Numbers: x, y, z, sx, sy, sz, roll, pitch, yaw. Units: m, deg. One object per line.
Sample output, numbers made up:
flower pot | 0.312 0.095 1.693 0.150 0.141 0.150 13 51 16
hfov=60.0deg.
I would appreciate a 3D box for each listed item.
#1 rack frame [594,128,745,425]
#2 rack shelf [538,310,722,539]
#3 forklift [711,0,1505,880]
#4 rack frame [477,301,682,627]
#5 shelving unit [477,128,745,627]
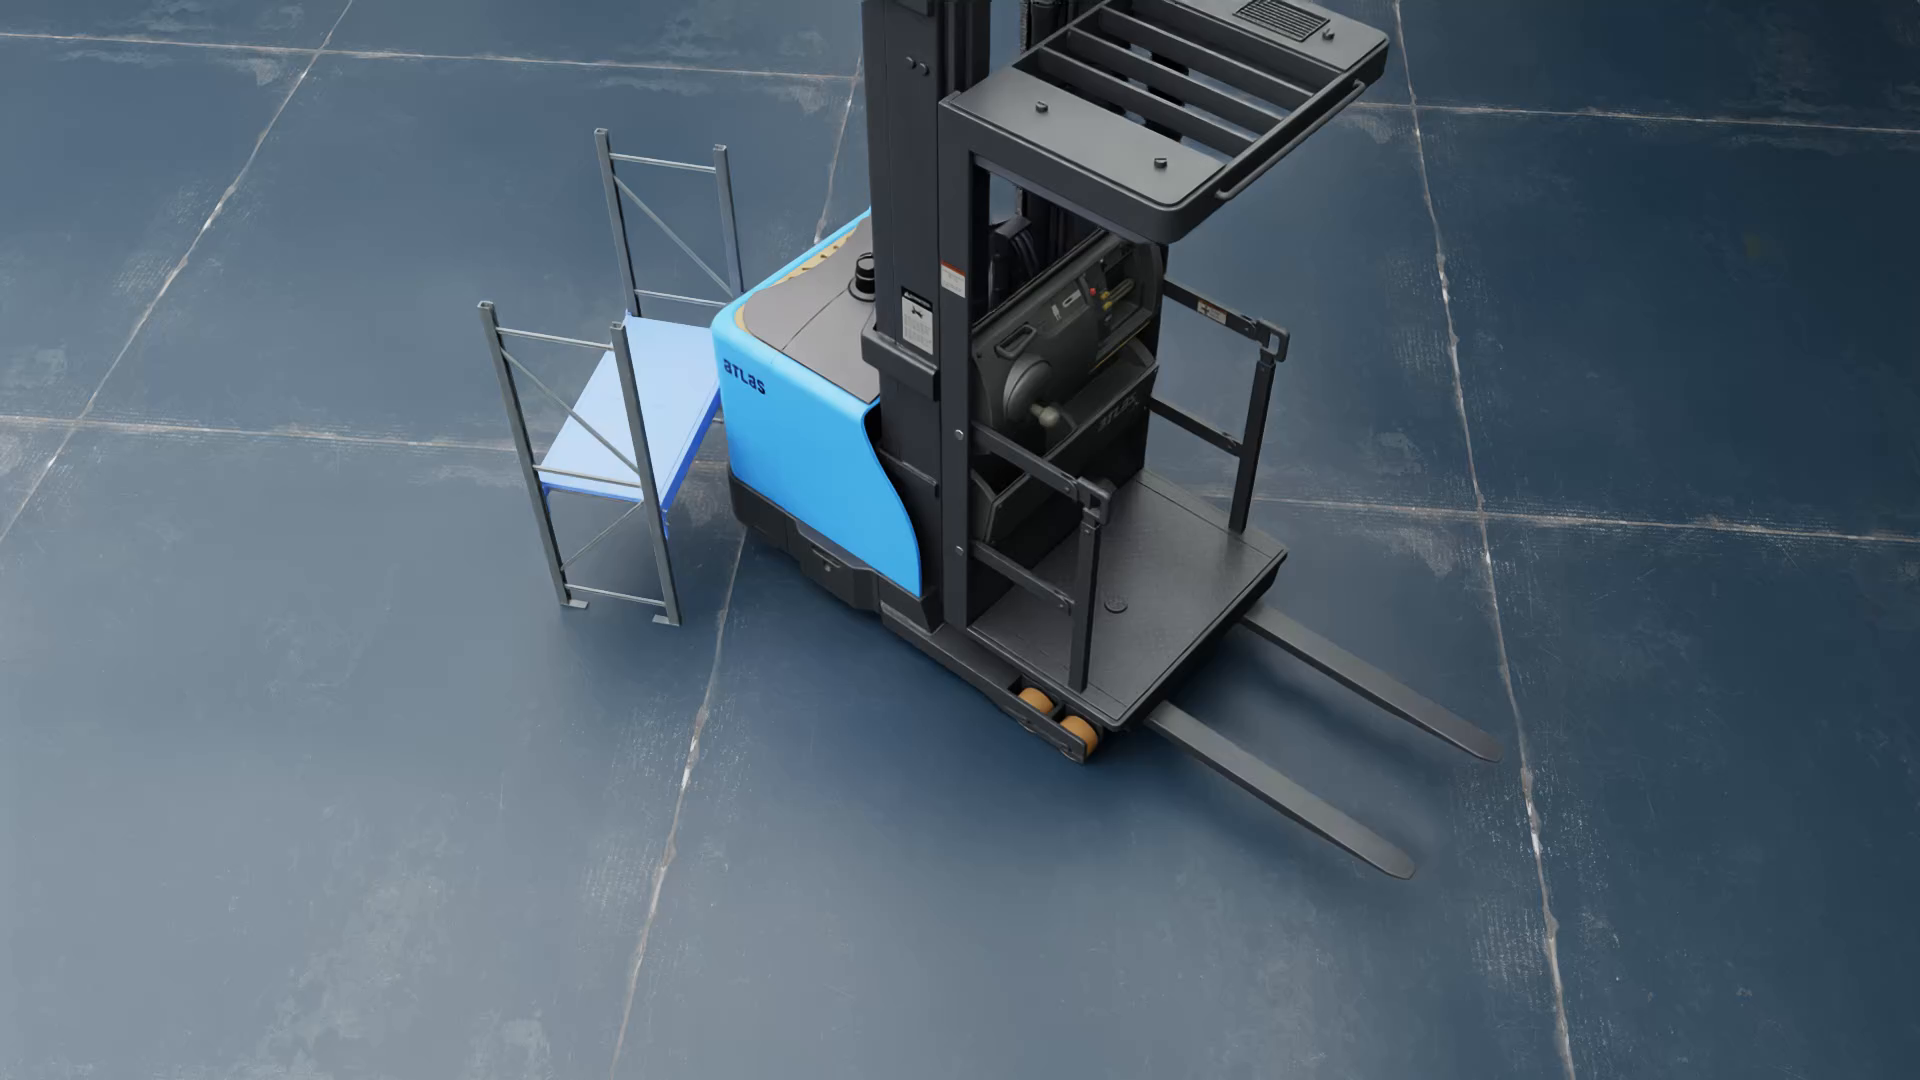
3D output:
rack frame | -1.092 -0.953 6.605 0.500 1.500 0.032 10 48 9
rack shelf | -1.209 -0.466 6.404 0.538 0.185 1.000 10 48 9
forklift | 0.526 -0.638 5.347 3.031 2.935 1.130 32 55 26
rack frame | -1.325 -0.222 5.937 0.500 1.500 0.032 10 48 9
shelving unit | -1.209 -0.587 6.271 0.538 1.500 1.048 10 48 9
